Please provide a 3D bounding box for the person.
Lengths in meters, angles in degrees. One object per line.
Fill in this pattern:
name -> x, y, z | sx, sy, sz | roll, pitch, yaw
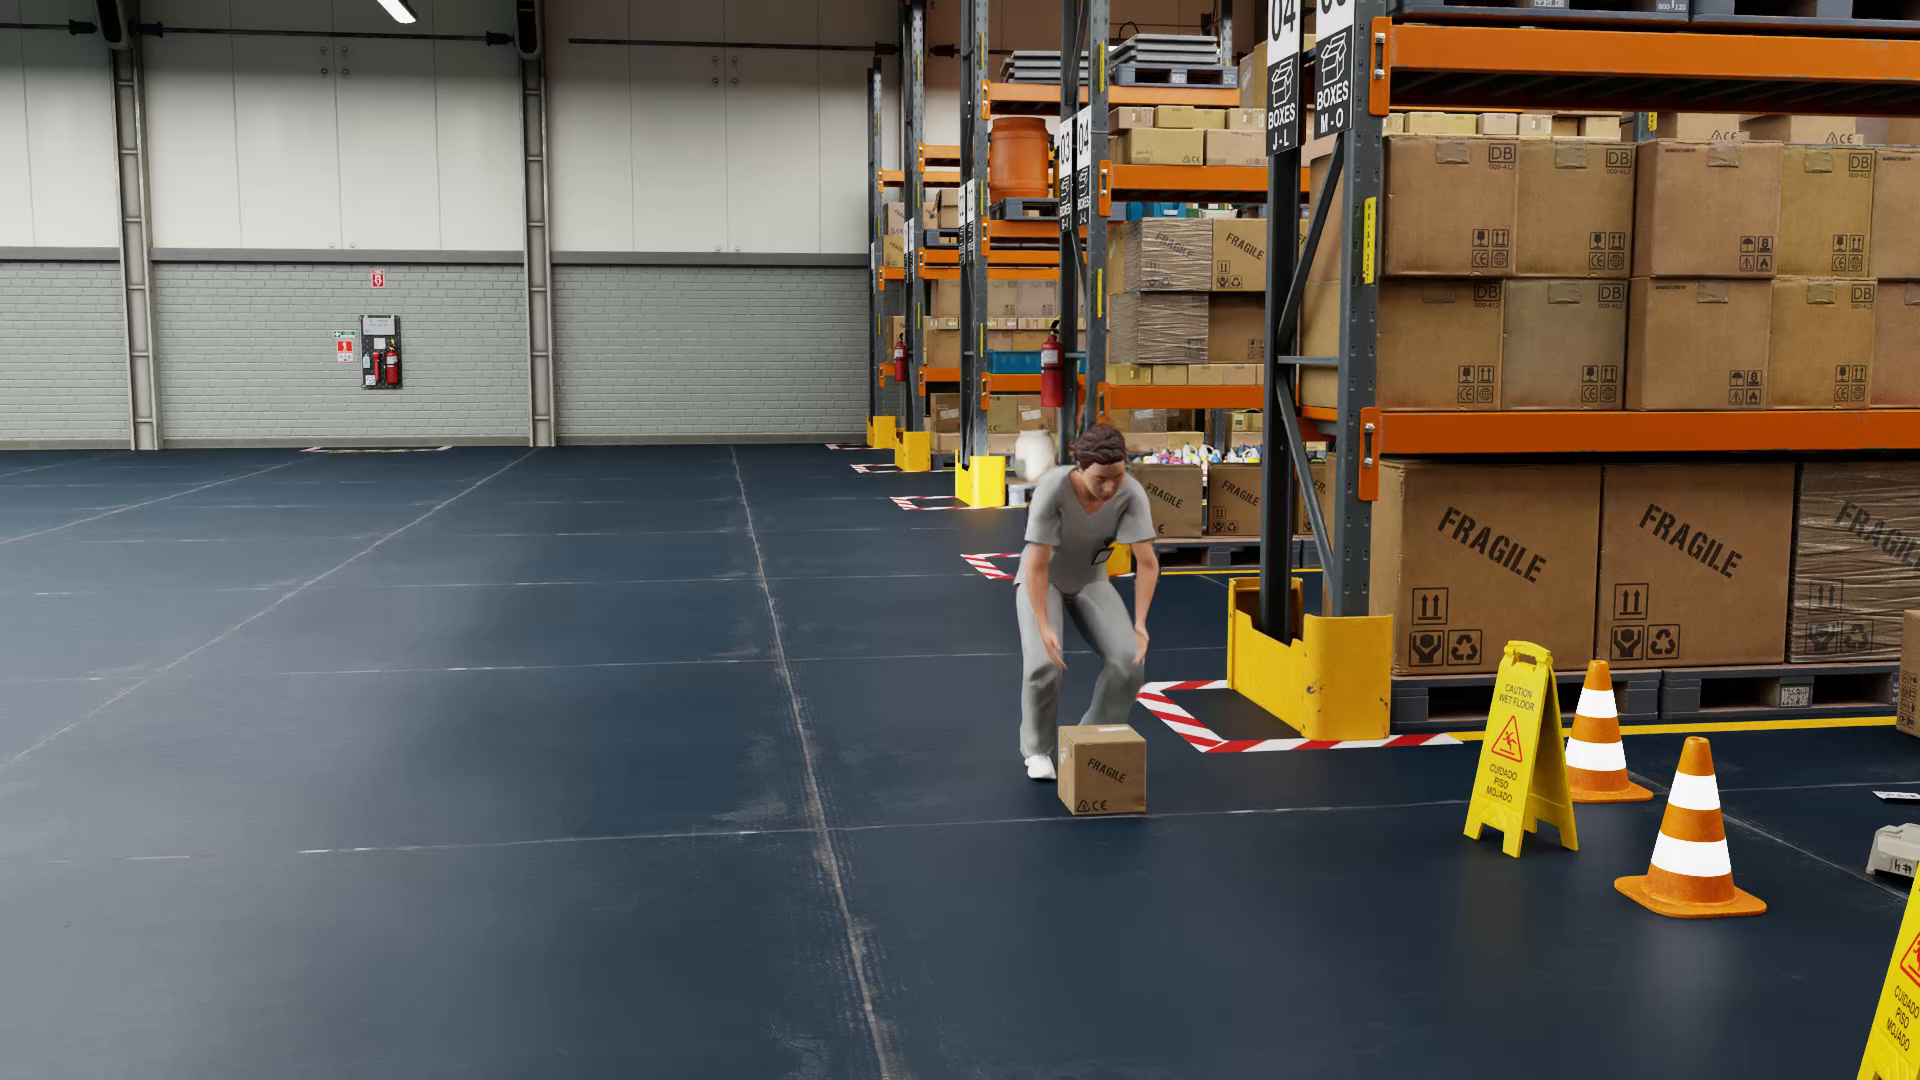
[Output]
person -> 0.454, 0.219, 6.045 | 0.492, 1.304, 0.683 | -1, 7, -9
